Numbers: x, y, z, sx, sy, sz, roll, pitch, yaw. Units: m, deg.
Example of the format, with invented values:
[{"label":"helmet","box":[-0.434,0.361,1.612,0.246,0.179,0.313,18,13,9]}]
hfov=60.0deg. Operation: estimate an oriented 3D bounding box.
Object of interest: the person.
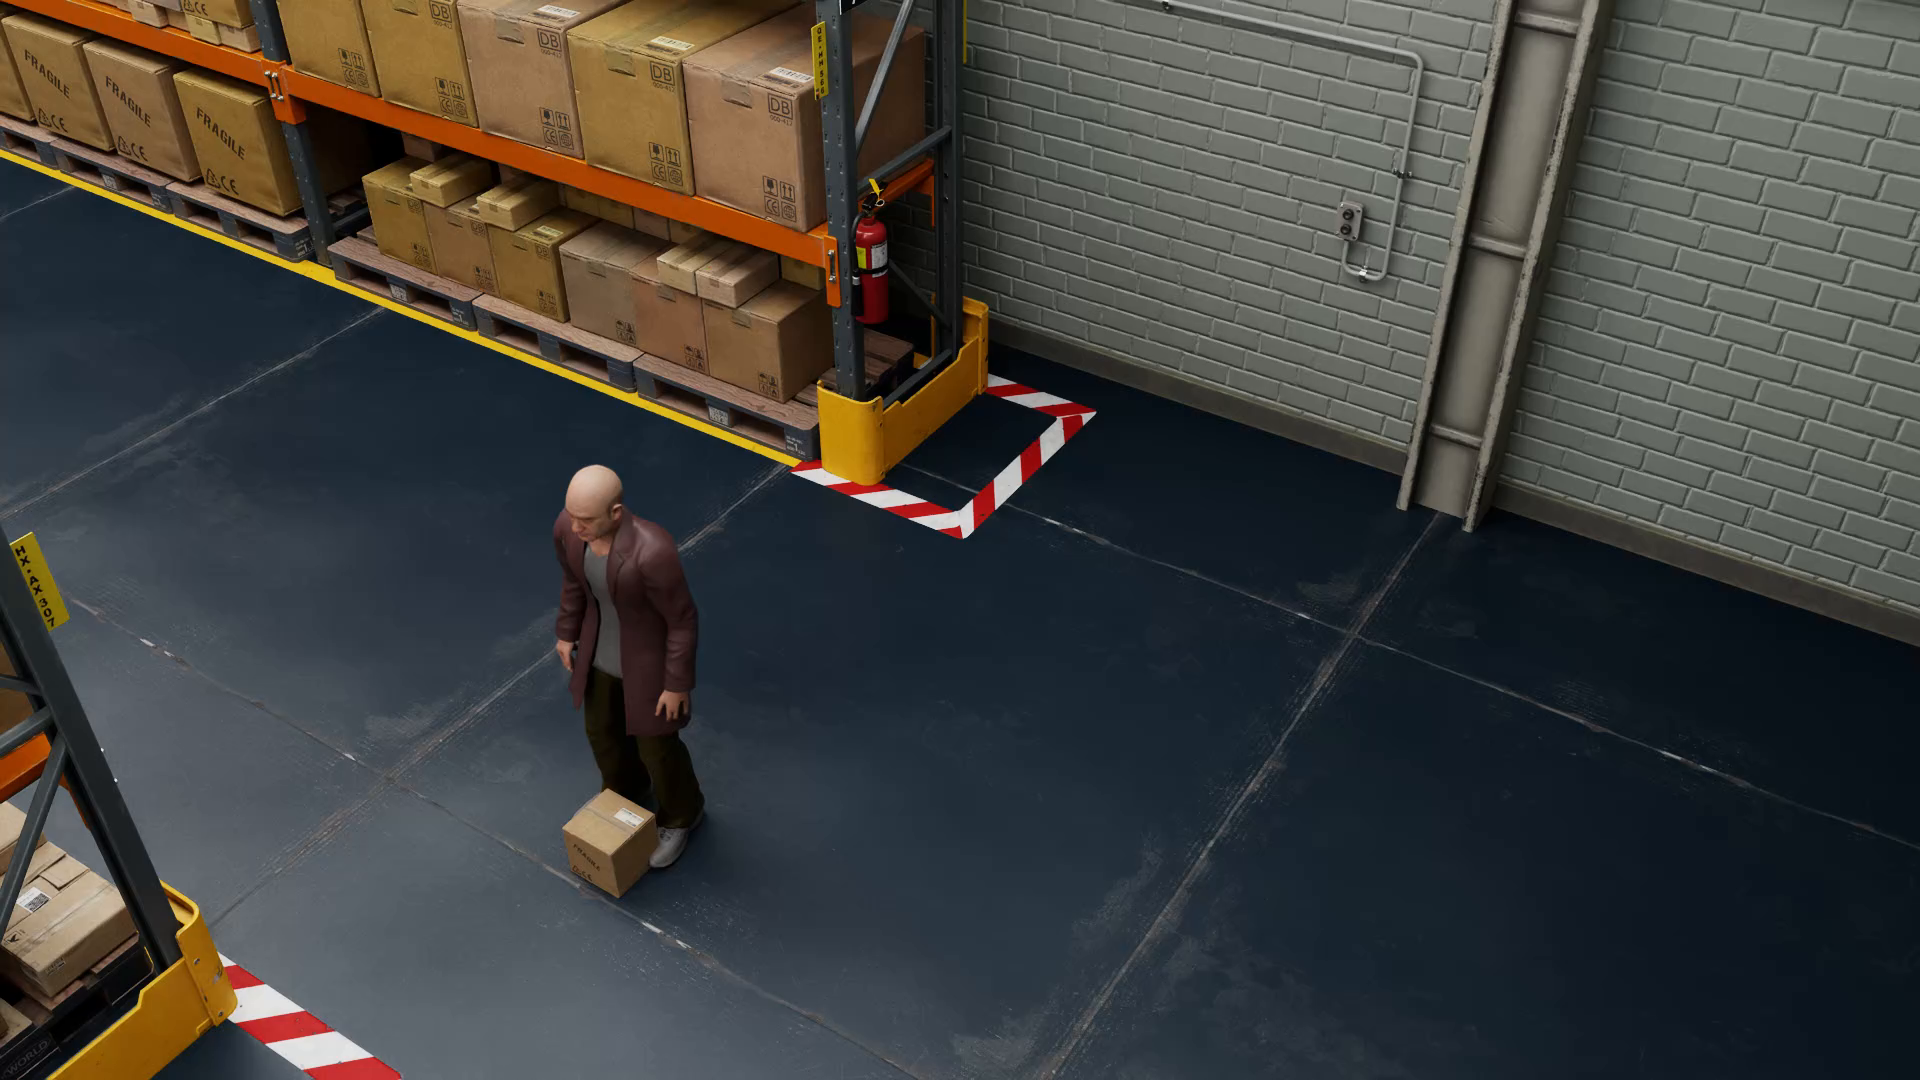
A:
[{"label":"person","box":[-1.224,0.439,6.129,0.644,1.774,0.425,22,43,25]}]
